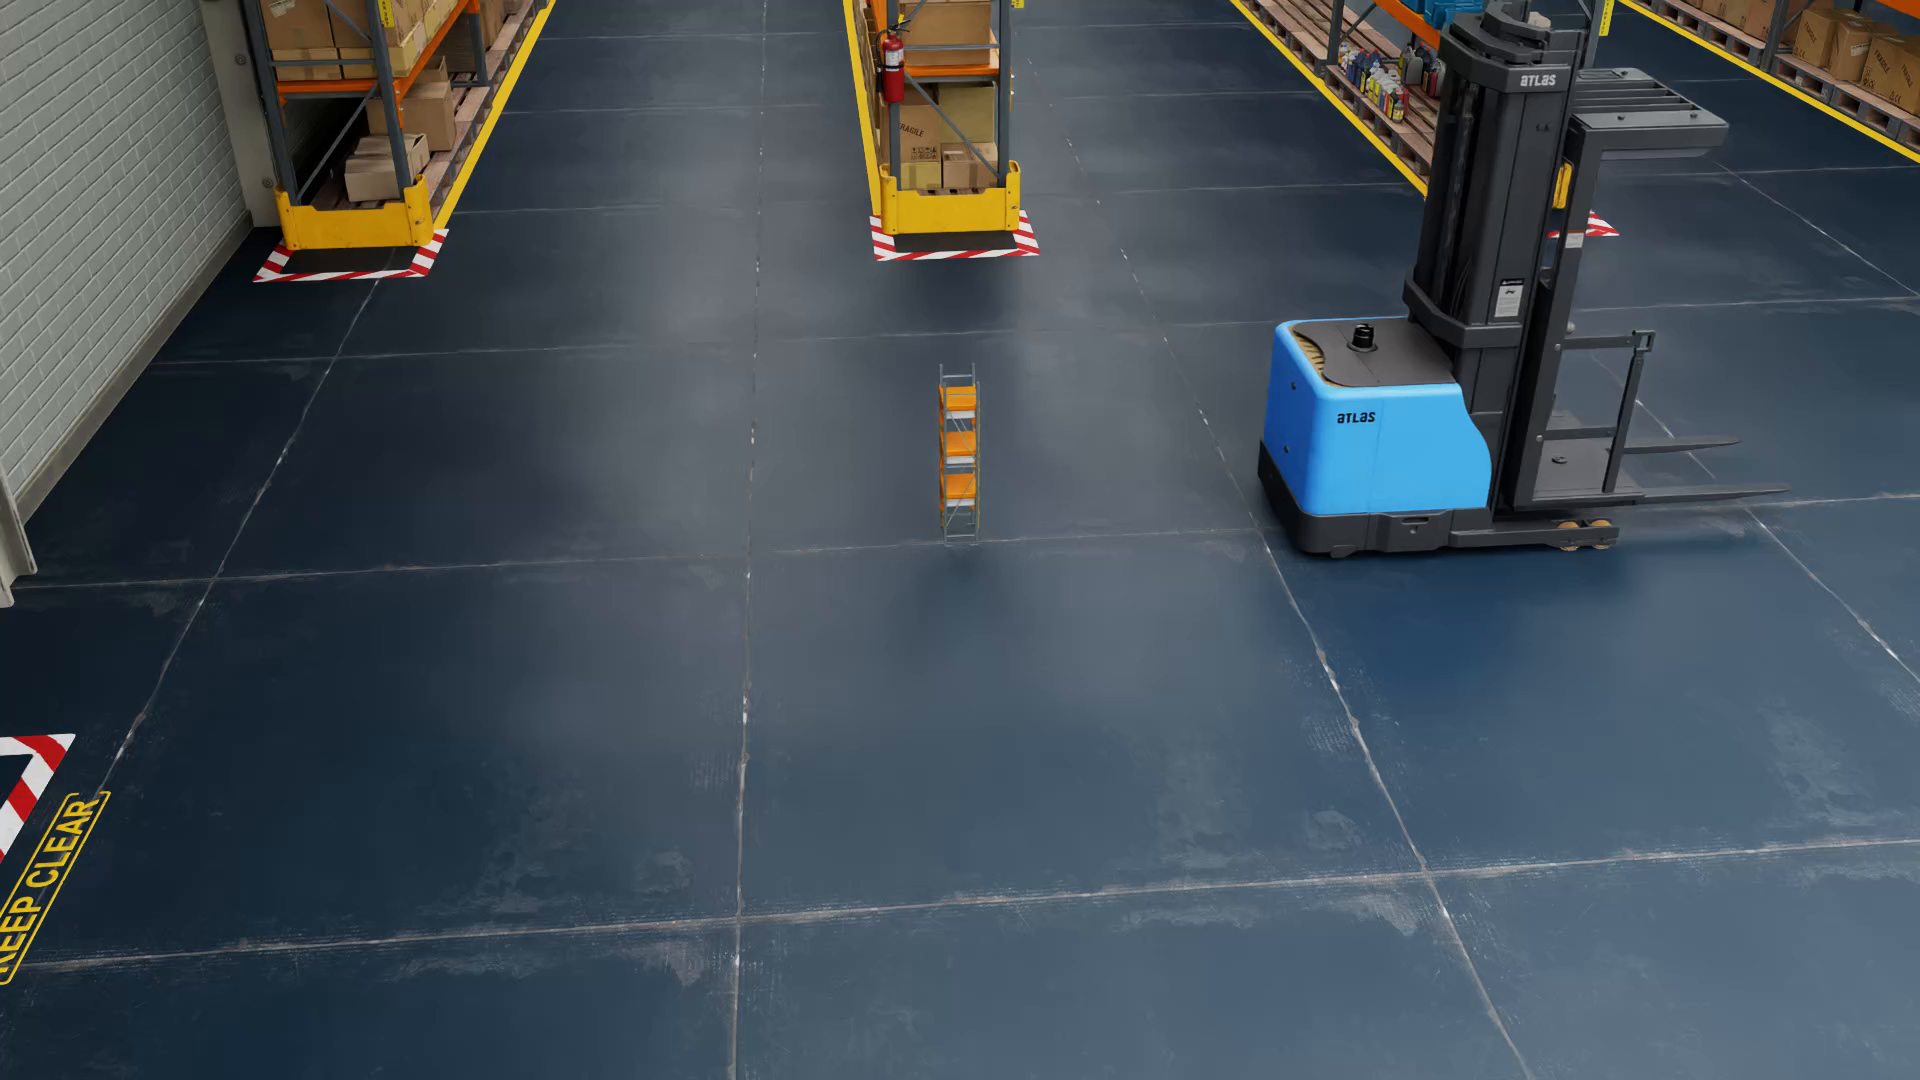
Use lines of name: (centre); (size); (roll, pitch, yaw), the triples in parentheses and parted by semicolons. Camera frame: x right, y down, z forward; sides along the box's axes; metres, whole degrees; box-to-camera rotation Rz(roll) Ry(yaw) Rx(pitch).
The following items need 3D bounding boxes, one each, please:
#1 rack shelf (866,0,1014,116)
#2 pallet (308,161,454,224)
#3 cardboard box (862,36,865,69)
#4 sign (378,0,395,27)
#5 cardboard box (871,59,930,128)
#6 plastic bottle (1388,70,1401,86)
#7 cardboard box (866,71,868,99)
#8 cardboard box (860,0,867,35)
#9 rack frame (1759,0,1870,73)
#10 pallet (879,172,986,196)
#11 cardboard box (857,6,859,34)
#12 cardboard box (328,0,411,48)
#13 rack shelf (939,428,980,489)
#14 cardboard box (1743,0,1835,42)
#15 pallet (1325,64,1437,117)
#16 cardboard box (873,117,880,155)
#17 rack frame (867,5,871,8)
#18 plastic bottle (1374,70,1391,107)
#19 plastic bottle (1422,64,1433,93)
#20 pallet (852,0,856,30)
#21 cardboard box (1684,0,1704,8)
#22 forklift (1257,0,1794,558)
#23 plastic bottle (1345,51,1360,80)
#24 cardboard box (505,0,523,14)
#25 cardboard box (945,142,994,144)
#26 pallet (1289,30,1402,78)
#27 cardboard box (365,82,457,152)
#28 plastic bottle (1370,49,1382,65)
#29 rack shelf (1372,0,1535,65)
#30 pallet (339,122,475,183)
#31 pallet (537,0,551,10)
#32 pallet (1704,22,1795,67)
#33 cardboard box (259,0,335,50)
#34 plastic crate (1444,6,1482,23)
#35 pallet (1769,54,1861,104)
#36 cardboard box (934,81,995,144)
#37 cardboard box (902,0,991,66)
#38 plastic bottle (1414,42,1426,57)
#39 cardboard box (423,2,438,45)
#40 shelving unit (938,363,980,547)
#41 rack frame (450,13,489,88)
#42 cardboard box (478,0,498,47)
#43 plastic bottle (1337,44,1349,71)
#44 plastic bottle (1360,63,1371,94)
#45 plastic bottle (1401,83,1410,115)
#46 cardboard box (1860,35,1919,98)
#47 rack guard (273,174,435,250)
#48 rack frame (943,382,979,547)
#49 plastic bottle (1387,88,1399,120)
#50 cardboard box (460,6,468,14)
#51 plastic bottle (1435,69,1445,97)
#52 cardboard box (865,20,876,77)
rack shelf: (-0.276, -4.713, 15.417); (1.077, 0.370, 4.000); (-3, 31, -5)
pallet: (-5.068, -3.019, 14.600); (1.003, 0.211, 1.213); (-3, 31, -5)
cardboard box: (-0.790, -5.240, 17.871); (0.500, 0.250, 0.500); (-3, 31, -5)
sign: (-4.480, -4.159, 12.944); (0.100, 0.325, 0.005); (-3, 31, -5)
cardboard box: (-0.543, -4.092, 15.216); (0.500, 0.500, 0.500); (-3, 31, -5)
plastic bottle: (4.334, -4.572, 16.707); (0.152, 0.276, 0.135); (-3, 31, -5)
cardboard box: (-0.679, -4.536, 16.691); (0.500, 0.250, 0.500); (-3, 31, -5)
cardboard box: (-0.841, -5.742, 18.163); (0.500, 0.311, 0.500); (-2, 31, -3)
rack frame: (9.401, -6.515, 17.733); (1.000, 3.000, 0.127); (-3, 31, -5)
pallet: (-0.202, -3.192, 14.888); (1.003, 0.211, 1.213); (-3, 31, -5)
cardboard box: (-0.930, -6.020, 19.175); (0.500, 0.250, 0.500); (-2, 31, -4)
cardboard box: (-4.766, -4.286, 13.396); (0.500, 0.500, 0.500); (-3, 31, -5)
rack shelf: (-0.005, -0.469, 9.532); (0.215, 0.259, 0.240); (-3, 31, -5)
cardboard box: (9.365, -5.946, 18.788); (0.700, 0.500, 0.500); (-5, 31, -8)
pallet: (4.491, -4.736, 17.474); (1.003, 0.211, 1.213); (-3, 31, -5)
cardboard box: (-0.540, -3.770, 15.409); (0.500, 0.250, 0.500); (-3, 31, -5)
rack frame: (-0.463, -6.043, 16.942); (1.000, 3.000, 0.127); (-3, 31, -5)
plastic bottle: (4.206, -4.489, 16.496); (0.144, 0.351, 0.185); (-2, 31, -3)
plastic bottle: (4.765, -4.705, 16.922); (0.061, 0.283, 0.133); (-3, 31, -5)
pallet: (-0.798, -6.466, 20.369); (1.003, 0.211, 1.213); (-3, 31, -5)
cardboard box: (9.234, -6.761, 20.152); (0.700, 0.500, 0.500); (0, 31, 0)
forklift: (3.390, -1.463, 9.342); (3.031, 2.935, 1.130); (-3, 31, -5)
plastic bottle: (4.120, -4.950, 17.340); (0.152, 0.276, 0.135); (-2, 31, -3)
cardboard box: (-5.649, -6.596, 19.877); (0.700, 0.500, 0.500); (-2, 31, -4)
cardboard box: (0.032, -3.540, 15.024); (0.500, 0.250, 0.500); (-3, 31, -5)
pallet: (4.357, -5.480, 18.719); (1.003, 0.211, 1.213); (-3, 31, -5)
cardboard box: (-5.068, -3.903, 15.368); (0.700, 0.500, 0.500); (-5, 31, -8)
plastic bottle: (4.275, -4.905, 17.191); (0.144, 0.351, 0.185); (-3, 31, -5)
rack shelf: (4.656, -4.948, 15.811); (1.077, 0.370, 4.000); (-3, 31, -5)
pallet: (-5.179, -3.641, 15.640); (1.003, 0.211, 1.213); (-3, 31, -5)
pallet: (-5.767, -7.055, 21.355); (1.003, 0.211, 1.213); (-3, 31, -5)
pallet: (9.327, -5.716, 19.114); (1.003, 0.211, 1.213); (-3, 31, -5)
cardboard box: (-5.276, -4.258, 13.349); (0.500, 0.500, 0.500); (-3, 31, -5)
plastic crate: (4.498, -4.413, 14.359); (0.499, 0.251, 0.616); (-3, 31, -5)
pallet: (9.499, -4.977, 17.877); (1.003, 0.211, 1.213); (-3, 31, -5)
cardboard box: (0.034, -3.862, 14.832); (0.500, 0.500, 0.500); (-3, 31, -5)
cardboard box: (-0.120, -4.282, 13.897); (0.700, 0.500, 0.500); (-3, 31, -5)
plastic bottle: (4.817, -5.015, 17.375); (0.144, 0.351, 0.185); (-4, 31, -6)
cardboard box: (-4.854, -4.495, 14.477); (0.500, 0.250, 0.500); (-3, 31, -5)
shelving unit: (-0.005, -0.478, 9.527); (0.215, 1.050, 0.252); (-3, 31, -5)
rack frame: (-5.394, -5.804, 16.541); (1.000, 3.000, 0.127); (-3, 31, -5)
cardboard box: (-5.585, -5.818, 18.574); (0.700, 0.500, 0.500); (-2, 31, -4)
plastic bottle: (4.063, -5.112, 17.615); (0.097, 0.271, 0.097); (0, 31, 0)
plastic bottle: (4.123, -4.686, 16.891); (0.061, 0.283, 0.133); (-1, 31, -2)
plastic bottle: (4.345, -4.311, 16.262); (0.061, 0.283, 0.133); (-3, 31, -5)
cardboard box: (9.596, -4.811, 16.908); (0.500, 0.500, 0.500); (-5, 31, -9)
rack guard: (-5.028, -2.727, 13.828); (1.175, 0.500, 0.348); (-3, 31, -5)
rack frame: (0.006, -0.416, 9.423); (0.200, 1.050, 0.008); (-3, 31, -5)
plastic bottle: (4.206, -4.234, 16.134); (0.061, 0.283, 0.133); (-2, 31, -3)
cardboard box: (-5.524, -5.841, 17.881); (0.500, 0.250, 0.500); (-3, 31, -6)
plastic bottle: (4.876, -4.637, 16.815); (0.152, 0.276, 0.135); (-2, 31, -4)
cardboard box: (-0.676, -4.858, 16.499); (0.500, 0.500, 0.500); (-3, 31, -5)
